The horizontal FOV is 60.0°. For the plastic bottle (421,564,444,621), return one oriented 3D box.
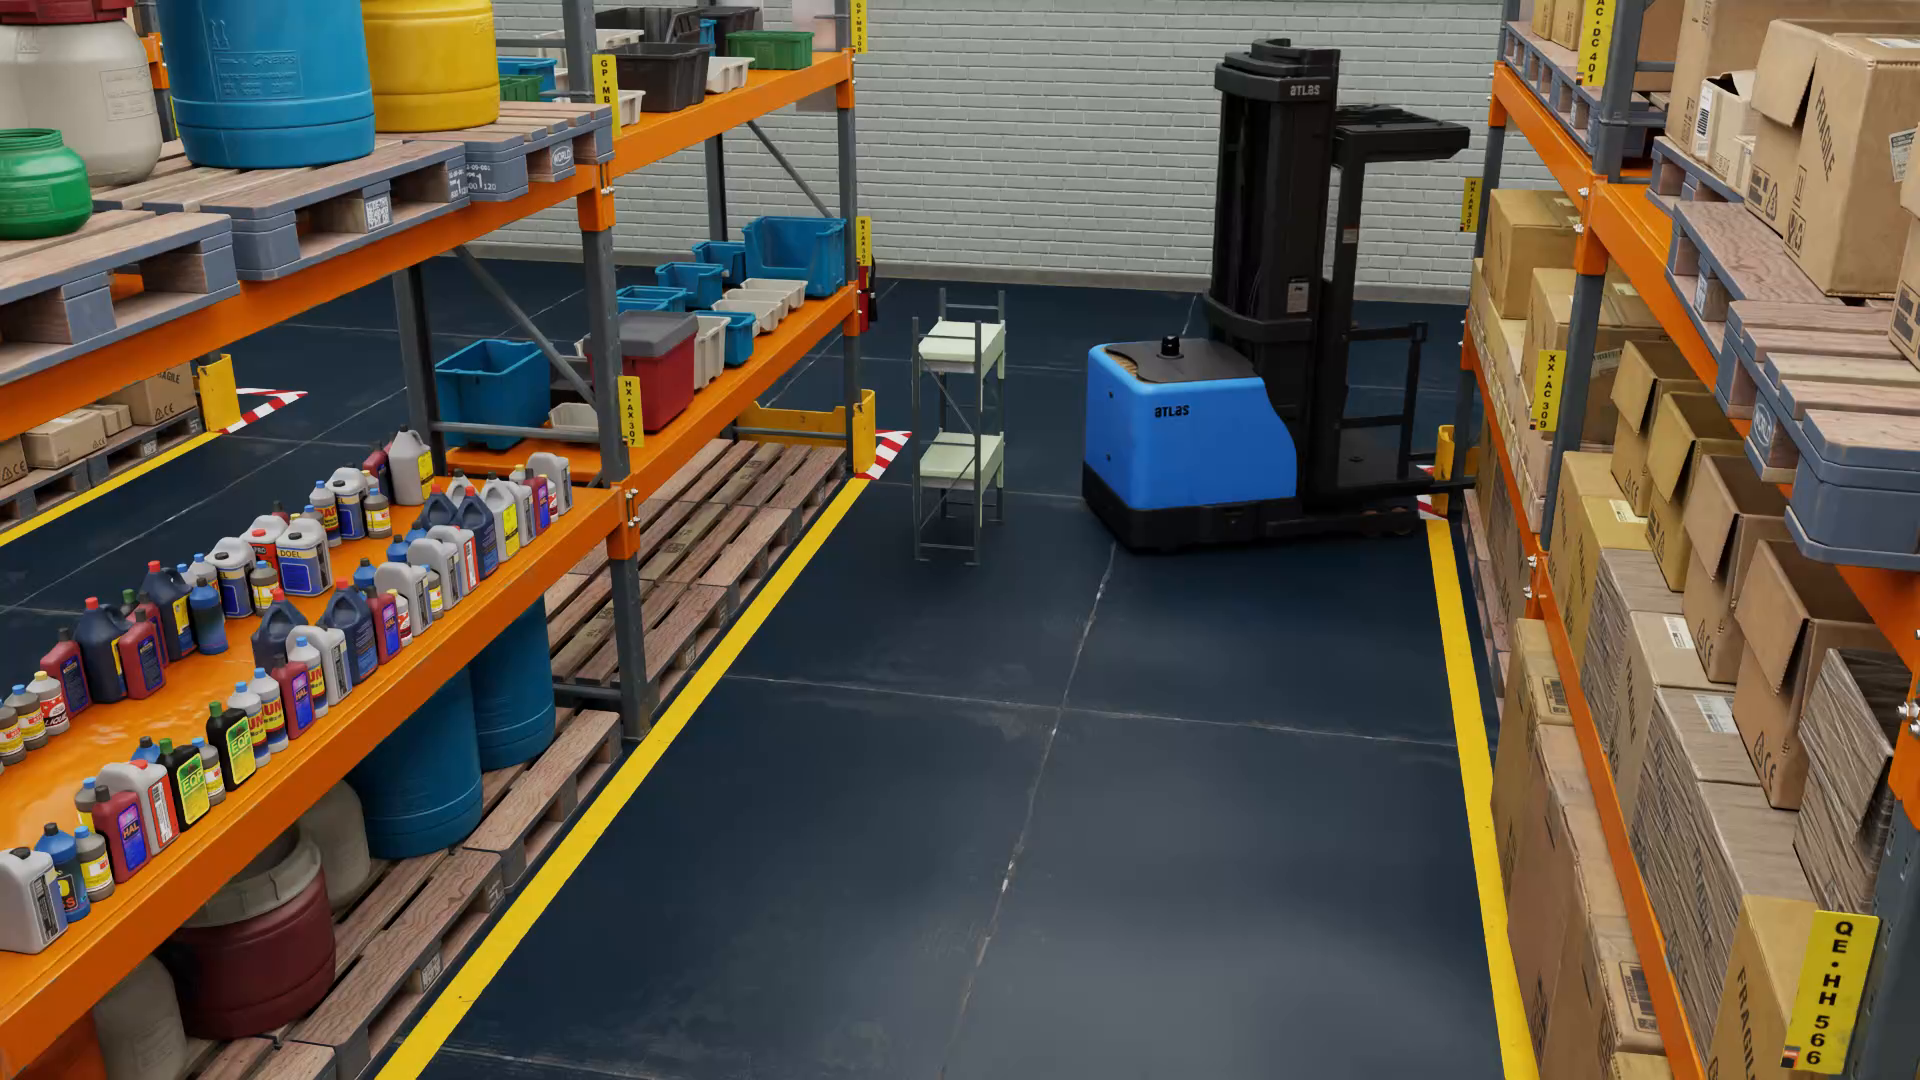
[{"bbox_3d":[-1.964,0.190,6.133,0.097,0.201,0.097,0,22,0],"label":"plastic bottle"}]

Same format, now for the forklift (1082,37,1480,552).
[{"bbox_3d":[2.372,-1.563,10.310,3.031,2.935,1.130,-5,23,-13],"label":"forklift"}]

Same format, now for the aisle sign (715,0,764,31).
[{"bbox_3d":[-1.458,-3.201,10.806,0.394,0.787,0.004,4,22,11],"label":"aisle sign"}]

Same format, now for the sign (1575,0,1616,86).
[{"bbox_3d":[2.307,-1.815,6.032,0.100,0.325,0.005,4,22,11],"label":"sign"}]

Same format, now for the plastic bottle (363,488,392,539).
[{"bbox_3d":[-2.414,-0.114,6.888,0.097,0.201,0.097,0,22,0],"label":"plastic bottle"}]

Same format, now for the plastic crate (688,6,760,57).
[{"bbox_3d":[-1.533,-3.157,10.337,0.497,0.269,0.590,4,22,11],"label":"plastic crate"}]

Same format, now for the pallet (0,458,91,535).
[{"bbox_3d":[-6.458,-0.267,10.734,1.003,0.211,1.213,4,22,11],"label":"pallet"}]

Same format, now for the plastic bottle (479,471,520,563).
[{"bbox_3d":[-1.865,-0.099,6.650,0.144,0.351,0.185,4,22,11],"label":"plastic bottle"}]

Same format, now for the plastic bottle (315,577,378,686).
[{"bbox_3d":[-2.090,0.304,5.650,0.144,0.351,0.185,4,22,11],"label":"plastic bottle"}]

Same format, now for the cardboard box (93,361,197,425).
[{"bbox_3d":[-5.900,-1.152,11.955,0.500,0.500,0.500,4,22,11],"label":"cardboard box"}]

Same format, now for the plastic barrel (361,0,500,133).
[{"bbox_3d":[-1.986,-1.807,5.997,0.600,0.588,0.600,0,22,0],"label":"plastic barrel"}]

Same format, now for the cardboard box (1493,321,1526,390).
[{"bbox_3d":[2.998,-0.916,8.417,0.500,0.250,0.500,4,22,10],"label":"cardboard box"}]

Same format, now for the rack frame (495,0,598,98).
[{"bbox_3d":[-1.998,-3.266,6.417,1.000,3.000,0.127,4,22,11],"label":"rack frame"}]

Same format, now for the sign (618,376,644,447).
[{"bbox_3d":[-1.460,-0.569,7.380,0.100,0.325,0.005,4,22,11],"label":"sign"}]

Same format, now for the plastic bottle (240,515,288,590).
[{"bbox_3d":[-2.654,0.053,6.372,0.152,0.276,0.135,4,22,11],"label":"plastic bottle"}]

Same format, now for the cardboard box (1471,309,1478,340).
[{"bbox_3d":[3.221,-1.253,9.786,0.380,0.149,0.250,4,22,10],"label":"cardboard box"}]

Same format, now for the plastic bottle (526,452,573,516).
[{"bbox_3d":[-1.762,-0.257,7.142,0.152,0.276,0.135,4,22,11],"label":"plastic bottle"}]

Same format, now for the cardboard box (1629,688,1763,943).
[{"bbox_3d":[2.103,0.740,4.368,0.500,0.500,0.500,4,22,9],"label":"cardboard box"}]

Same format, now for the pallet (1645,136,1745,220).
[{"bbox_3d":[2.712,-1.069,5.234,0.805,0.209,1.217,4,22,9],"label":"pallet"}]

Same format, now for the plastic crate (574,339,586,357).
[{"bbox_3d":[-1.937,-1.048,9.214,0.293,0.136,0.466,4,22,11],"label":"plastic crate"}]

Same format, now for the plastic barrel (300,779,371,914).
[{"bbox_3d":[-2.473,1.133,6.294,0.421,0.512,0.421,0,22,0],"label":"plastic barrel"}]

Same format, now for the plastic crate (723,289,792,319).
[{"bbox_3d":[-1.244,-1.434,10.173,0.396,0.136,0.243,4,22,11],"label":"plastic crate"}]

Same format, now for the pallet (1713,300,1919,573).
[{"bbox_3d":[2.114,-0.186,3.038,1.213,0.211,1.003,6,23,13],"label":"pallet"}]

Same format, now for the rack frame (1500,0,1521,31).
[{"bbox_3d":[3.667,-4.351,9.112,1.000,3.000,0.127,4,22,11],"label":"rack frame"}]

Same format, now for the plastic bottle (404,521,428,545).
[{"bbox_3d":[-2.065,0.061,6.360,0.097,0.271,0.097,0,22,0],"label":"plastic bottle"}]

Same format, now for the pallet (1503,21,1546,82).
[{"bbox_3d":[3.526,-2.647,9.013,1.003,0.211,1.213,4,22,11],"label":"pallet"}]

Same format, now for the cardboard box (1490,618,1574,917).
[{"bbox_3d":[2.740,0.921,6.334,1.225,0.875,0.875,5,22,11],"label":"cardboard box"}]

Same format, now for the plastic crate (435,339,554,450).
[{"bbox_3d":[-2.237,-0.700,8.018,0.392,0.384,0.575,4,22,11],"label":"plastic crate"}]

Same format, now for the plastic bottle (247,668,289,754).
[{"bbox_3d":[-2.170,0.528,5.201,0.097,0.271,0.097,0,22,0],"label":"plastic bottle"}]

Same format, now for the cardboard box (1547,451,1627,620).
[{"bbox_3d":[2.512,-0.003,6.211,0.500,0.500,0.500,5,22,11],"label":"cardboard box"}]

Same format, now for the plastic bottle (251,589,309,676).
[{"bbox_3d":[-2.266,0.341,5.557,0.144,0.351,0.185,4,22,11],"label":"plastic bottle"}]

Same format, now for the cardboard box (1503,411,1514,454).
[{"bbox_3d":[2.802,-0.502,7.921,0.380,0.149,0.250,5,22,12],"label":"cardboard box"}]

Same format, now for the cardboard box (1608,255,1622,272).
[{"bbox_3d":[3.825,-1.786,9.573,0.500,0.500,0.500,5,22,12],"label":"cardboard box"}]

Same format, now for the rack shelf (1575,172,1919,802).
[{"bbox_3d":[2.443,-0.432,4.358,1.077,0.370,4.000,4,22,11],"label":"rack shelf"}]

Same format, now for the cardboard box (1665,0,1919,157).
[{"bbox_3d":[2.742,-1.525,5.414,0.700,0.500,0.500,5,22,12],"label":"cardboard box"}]

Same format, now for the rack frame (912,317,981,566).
[{"bbox_3d":[-0.076,-0.559,9.735,0.400,1.500,0.023,4,22,11],"label":"rack frame"}]

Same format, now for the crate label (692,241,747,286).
[{"bbox_3d":[-1.554,-1.831,11.028,0.416,0.233,0.303,4,22,11],"label":"crate label"}]

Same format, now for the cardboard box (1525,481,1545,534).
[{"bbox_3d":[2.592,-0.125,6.986,0.380,0.149,0.250,5,22,11],"label":"cardboard box"}]

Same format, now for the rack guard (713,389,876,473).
[{"bbox_3d":[-1.190,-0.796,11.661,1.175,0.500,0.348,4,22,11],"label":"rack guard"}]

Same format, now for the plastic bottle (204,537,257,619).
[{"bbox_3d":[-2.702,0.138,6.161,0.152,0.276,0.135,4,22,11],"label":"plastic bottle"}]

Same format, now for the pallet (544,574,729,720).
[{"bbox_3d":[-1.886,0.539,8.734,1.003,0.211,1.213,4,22,11],"label":"pallet"}]

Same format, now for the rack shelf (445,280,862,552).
[{"bbox_3d":[-1.590,-0.881,9.488,1.077,0.370,4.000,4,22,11],"label":"rack shelf"}]

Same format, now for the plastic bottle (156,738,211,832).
[{"bbox_3d":[-2.243,0.686,4.792,0.061,0.283,0.133,4,22,11],"label":"plastic bottle"}]

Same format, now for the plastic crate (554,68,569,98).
[{"bbox_3d":[-2.111,-2.246,8.254,0.293,0.136,0.466,4,22,11],"label":"plastic crate"}]

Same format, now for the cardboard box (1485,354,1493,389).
[{"bbox_3d":[3.012,-0.877,8.852,0.380,0.149,0.250,4,22,10],"label":"cardboard box"}]

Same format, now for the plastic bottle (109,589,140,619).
[{"bbox_3d":[-2.851,0.319,5.702,0.061,0.283,0.133,4,22,11],"label":"plastic bottle"}]

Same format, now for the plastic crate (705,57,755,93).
[{"bbox_3d":[-1.360,-2.440,8.736,0.437,0.136,0.530,4,22,11],"label":"plastic crate"}]

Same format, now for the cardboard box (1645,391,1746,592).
[{"bbox_3d":[2.577,-0.133,5.192,0.797,0.503,0.637,5,22,12],"label":"cardboard box"}]

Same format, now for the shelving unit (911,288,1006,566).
[{"bbox_3d":[-0.001,-0.693,10.067,0.431,1.500,0.755,4,22,11],"label":"shelving unit"}]

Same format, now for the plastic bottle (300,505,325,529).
[{"bbox_3d":[-2.610,-0.041,6.706,0.097,0.201,0.097,0,22,0],"label":"plastic bottle"}]

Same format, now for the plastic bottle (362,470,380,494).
[{"bbox_3d":[-2.523,-0.197,7.093,0.097,0.201,0.097,0,22,0],"label":"plastic bottle"}]

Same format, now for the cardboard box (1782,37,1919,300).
[{"bbox_3d":[2.179,-0.826,3.678,0.500,0.500,0.500,6,23,14],"label":"cardboard box"}]

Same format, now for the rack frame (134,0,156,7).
[{"bbox_3d":[-6.030,-5.108,10.990,1.000,3.000,0.127,4,22,11],"label":"rack frame"}]

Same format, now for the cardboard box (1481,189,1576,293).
[{"bbox_3d":[3.203,-1.647,9.226,0.500,0.500,0.500,4,22,10],"label":"cardboard box"}]

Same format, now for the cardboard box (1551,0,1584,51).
[{"bbox_3d":[3.322,-2.664,8.107,0.700,0.500,0.500,3,22,7],"label":"cardboard box"}]

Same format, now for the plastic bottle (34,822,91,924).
[{"bbox_3d":[-2.359,0.866,4.361,0.097,0.271,0.097,0,22,0],"label":"plastic bottle"}]

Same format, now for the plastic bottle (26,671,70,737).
[{"bbox_3d":[-2.922,0.517,5.320,0.097,0.201,0.097,0,22,0],"label":"plastic bottle"}]

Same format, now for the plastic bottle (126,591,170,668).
[{"bbox_3d":[-2.792,0.324,5.691,0.061,0.283,0.133,4,22,11],"label":"plastic bottle"}]
